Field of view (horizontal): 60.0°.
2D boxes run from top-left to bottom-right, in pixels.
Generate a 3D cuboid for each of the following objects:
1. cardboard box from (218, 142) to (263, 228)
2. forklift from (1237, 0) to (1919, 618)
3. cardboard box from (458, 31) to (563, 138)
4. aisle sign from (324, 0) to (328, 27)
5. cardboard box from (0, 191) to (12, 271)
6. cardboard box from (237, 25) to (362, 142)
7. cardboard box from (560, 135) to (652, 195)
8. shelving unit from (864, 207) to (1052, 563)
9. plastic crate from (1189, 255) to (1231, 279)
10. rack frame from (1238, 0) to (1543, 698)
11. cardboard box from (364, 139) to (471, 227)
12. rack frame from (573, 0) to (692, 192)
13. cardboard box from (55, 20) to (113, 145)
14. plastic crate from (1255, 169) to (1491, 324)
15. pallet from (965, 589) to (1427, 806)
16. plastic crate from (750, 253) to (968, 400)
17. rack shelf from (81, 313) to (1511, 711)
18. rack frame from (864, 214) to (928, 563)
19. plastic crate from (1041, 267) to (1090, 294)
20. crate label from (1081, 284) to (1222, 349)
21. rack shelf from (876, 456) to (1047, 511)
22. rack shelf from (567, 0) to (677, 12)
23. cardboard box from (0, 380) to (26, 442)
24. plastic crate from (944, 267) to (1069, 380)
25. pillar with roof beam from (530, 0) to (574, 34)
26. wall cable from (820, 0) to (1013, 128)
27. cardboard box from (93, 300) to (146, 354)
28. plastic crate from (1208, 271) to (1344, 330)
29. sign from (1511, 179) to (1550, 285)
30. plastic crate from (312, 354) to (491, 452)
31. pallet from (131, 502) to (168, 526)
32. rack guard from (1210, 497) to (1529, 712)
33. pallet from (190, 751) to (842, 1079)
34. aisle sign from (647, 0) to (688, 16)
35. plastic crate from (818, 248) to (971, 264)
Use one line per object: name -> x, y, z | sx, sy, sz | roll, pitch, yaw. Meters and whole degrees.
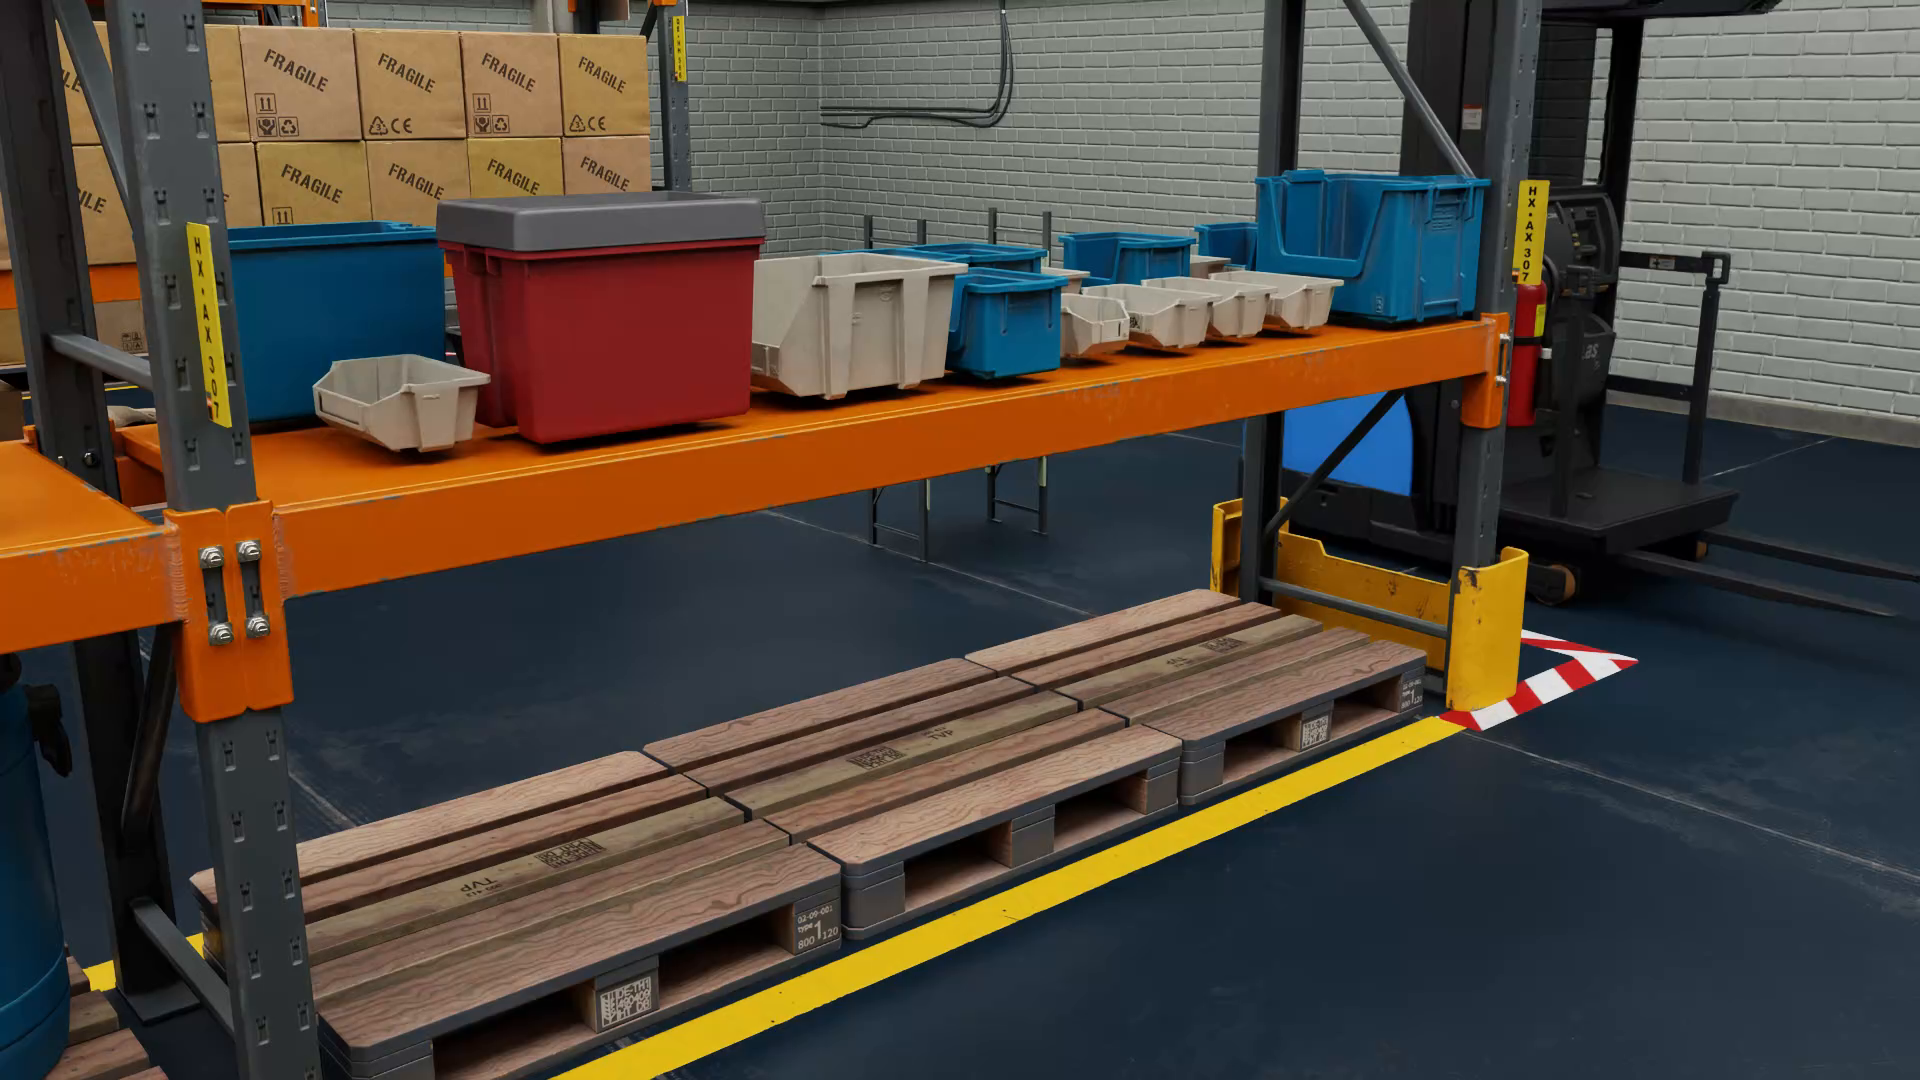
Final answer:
cardboard box -> -3.505, -1.541, 7.513 | 0.500, 0.500, 0.500 | -13, 20, -40
forklift -> 2.642, -1.293, 6.912 | 1.130, 2.935, 3.031 | -11, 19, -36
cardboard box -> -2.350, -2.282, 8.350 | 0.500, 0.500, 0.500 | -12, 19, -38
aisle sign -> -4.818, -4.139, 12.395 | 0.004, 0.787, 0.394 | -13, 19, -39
cardboard box -> -4.268, -1.369, 6.871 | 0.500, 0.500, 0.500 | -12, 19, -38
cardboard box -> -3.126, -2.106, 7.692 | 0.500, 0.500, 0.500 | -12, 19, -38
cardboard box -> -1.973, -1.885, 8.800 | 0.500, 0.500, 0.500 | -12, 19, -38
shelving unit -> -0.005, -0.723, 7.552 | 0.755, 1.500, 0.431 | -13, 19, -39
plastic crate -> 0.736, -0.886, 5.650 | 0.298, 0.136, 0.250 | -13, 19, -39
rack frame -> 1.434, -1.001, 5.683 | 0.127, 3.000, 1.000 | -13, 19, -39
cardboard box -> -2.742, -1.713, 8.156 | 0.500, 0.500, 0.500 | -12, 19, -39
rack frame -> -1.814, -1.965, 9.296 | 0.127, 3.000, 1.000 | -13, 19, -39
cardboard box -> -3.903, -1.932, 7.038 | 0.500, 0.500, 0.500 | -13, 20, -41
plastic crate -> 1.304, -0.954, 5.322 | 0.499, 0.435, 0.616 | -13, 19, -39
pallet -> 0.787, 0.479, 5.548 | 1.213, 0.211, 1.003 | -13, 19, -39
plastic crate -> -0.310, -0.517, 3.988 | 0.530, 0.282, 0.437 | -13, 19, -39
rack shelf -> -0.074, -0.314, 4.508 | 4.000, 0.370, 1.077 | -13, 19, -39
rack frame -> -0.281, -0.661, 7.320 | 0.023, 1.500, 0.400 | -13, 19, -39
plastic crate -> 0.224, -0.771, 5.220 | 0.298, 0.136, 0.250 | -13, 19, -39
crate label -> 0.516, -0.631, 4.693 | 0.243, 0.136, 0.396 | -13, 19, -39
rack shelf -> -0.005, -0.408, 7.636 | 0.720, 0.370, 0.431 | -13, 19, -39
rack shelf -> -3.323, -2.728, 7.733 | 4.000, 0.370, 1.077 | -13, 19, -39
cardboard box -> -4.588, -0.445, 7.593 | 0.500, 0.500, 0.500 | -13, 19, -39
plastic crate -> 0.054, -0.551, 4.208 | 0.300, 0.233, 0.416 | -13, 19, -39
pillar with roof beam -> -0.774, -5.615, 11.335 | 0.400, 9.000, 9.100 | -13, 19, -39
wall cable -> -0.568, -5.216, 15.857 | 0.112, 2.526, 3.097 | -13, 19, -39
cardboard box -> -6.288, -1.616, 12.018 | 0.500, 0.500, 0.700 | -13, 20, -41
plastic crate -> 0.938, -0.729, 5.060 | 0.243, 0.136, 0.396 | -13, 19, -39
sign -> 1.808, -0.975, 5.272 | 0.005, 0.325, 0.100 | -13, 19, -39
plastic crate -> -1.138, -0.276, 3.364 | 0.243, 0.136, 0.396 | -13, 19, -39
pallet -> -4.313, -0.057, 7.554 | 1.213, 0.211, 1.003 | -13, 19, -39
rack guard -> 1.444, 0.201, 6.031 | 0.348, 0.500, 1.175 | -13, 19, -39
pallet -> -1.054, 0.892, 4.001 | 1.213, 0.211, 1.003 | -13, 19, -39
aisle sign -> -1.562, -3.173, 8.780 | 0.004, 0.787, 0.394 | -13, 19, -39
plastic crate -> -0.188, -0.697, 4.755 | 0.300, 0.233, 0.416 | -13, 19, -39
